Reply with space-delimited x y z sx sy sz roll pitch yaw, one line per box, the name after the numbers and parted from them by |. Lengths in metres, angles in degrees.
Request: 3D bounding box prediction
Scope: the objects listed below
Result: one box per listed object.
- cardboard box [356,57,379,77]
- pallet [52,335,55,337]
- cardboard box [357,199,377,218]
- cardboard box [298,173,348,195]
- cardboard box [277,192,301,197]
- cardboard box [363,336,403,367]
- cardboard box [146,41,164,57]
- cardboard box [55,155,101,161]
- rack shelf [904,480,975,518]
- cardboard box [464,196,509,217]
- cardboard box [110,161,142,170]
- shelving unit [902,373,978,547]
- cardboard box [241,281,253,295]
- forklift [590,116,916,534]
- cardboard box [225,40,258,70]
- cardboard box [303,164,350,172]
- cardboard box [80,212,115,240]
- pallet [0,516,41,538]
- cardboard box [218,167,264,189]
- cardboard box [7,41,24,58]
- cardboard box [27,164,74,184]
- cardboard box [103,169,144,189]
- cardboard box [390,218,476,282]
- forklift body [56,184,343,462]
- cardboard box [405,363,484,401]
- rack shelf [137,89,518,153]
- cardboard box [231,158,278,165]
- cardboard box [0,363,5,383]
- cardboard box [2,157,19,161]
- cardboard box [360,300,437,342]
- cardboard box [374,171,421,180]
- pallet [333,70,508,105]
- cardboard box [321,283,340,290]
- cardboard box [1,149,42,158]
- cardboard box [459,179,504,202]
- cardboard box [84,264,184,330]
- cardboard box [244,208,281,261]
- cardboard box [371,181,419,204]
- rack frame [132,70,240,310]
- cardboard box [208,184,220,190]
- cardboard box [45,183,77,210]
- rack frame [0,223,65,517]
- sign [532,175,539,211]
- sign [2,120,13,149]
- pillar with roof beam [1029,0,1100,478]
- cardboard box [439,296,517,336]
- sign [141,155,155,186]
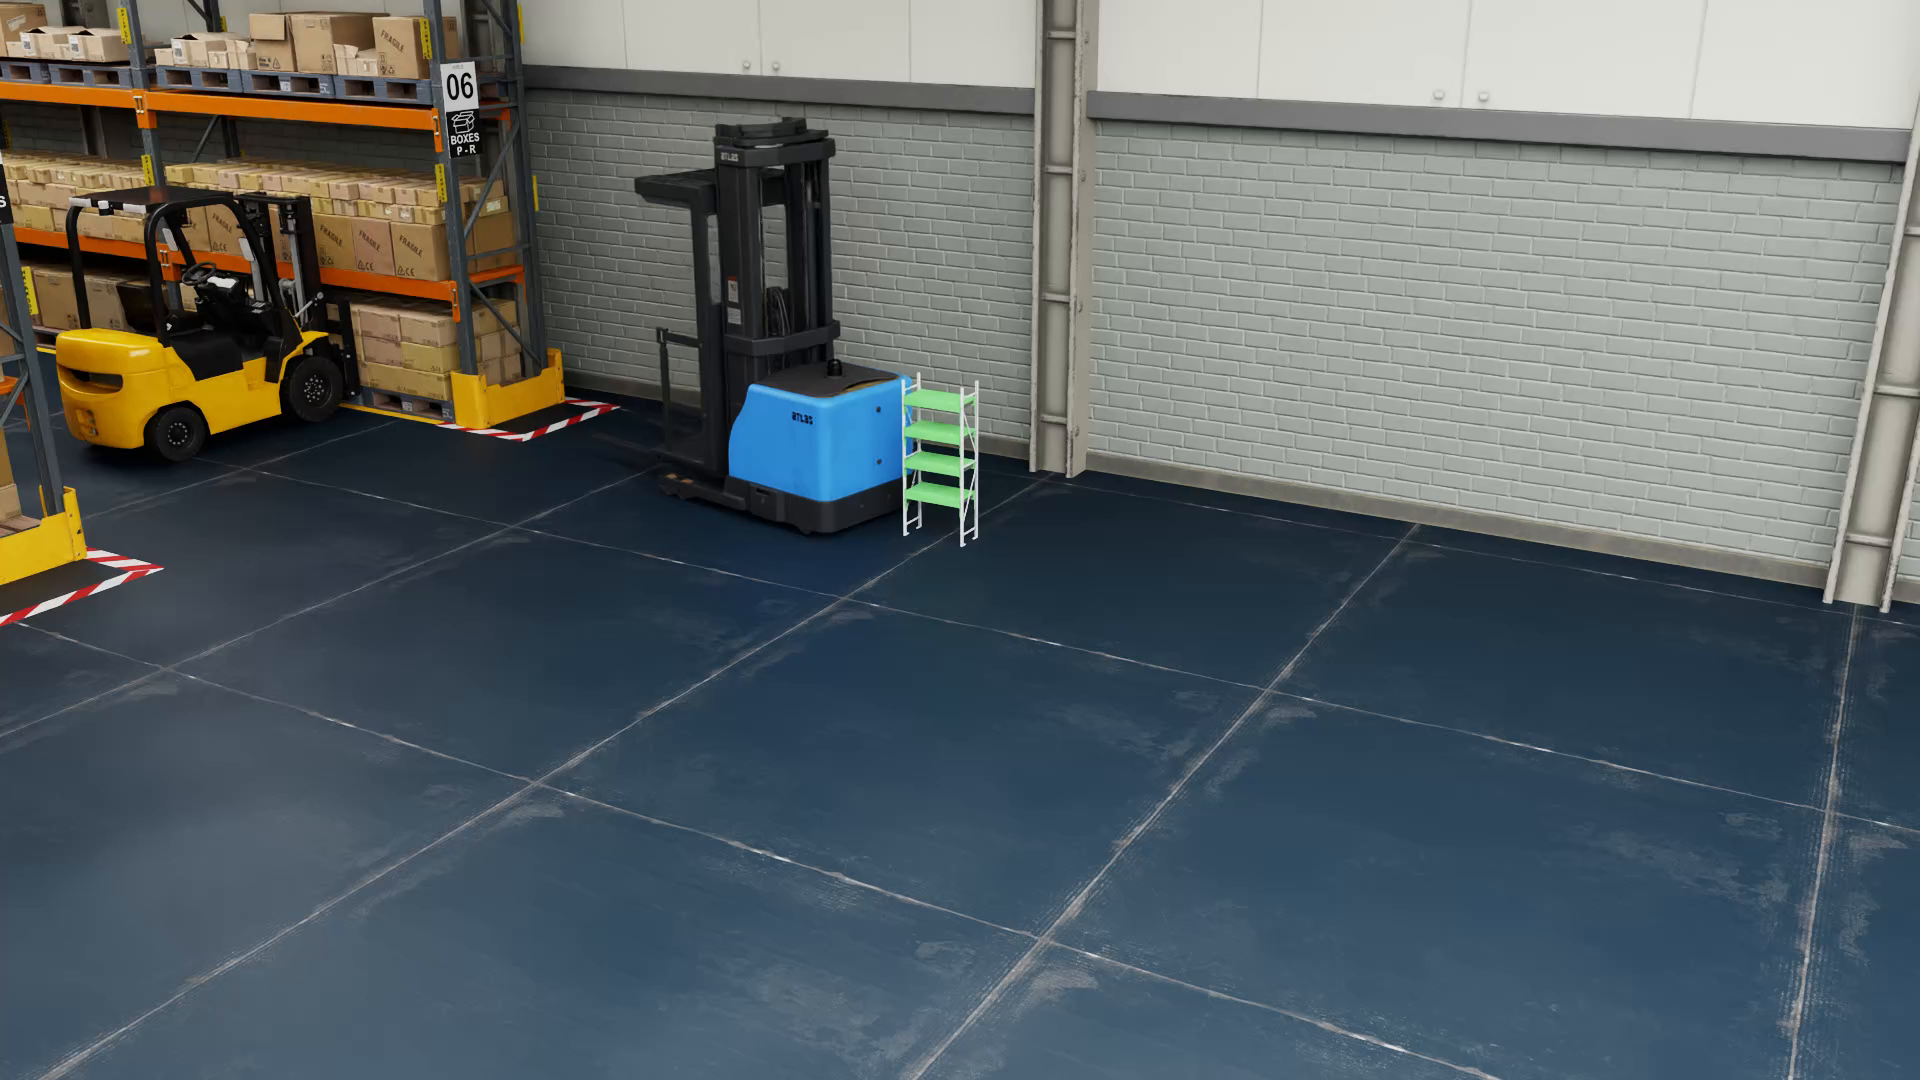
-5.116 -4.200 14.751 0.250 0.149 0.380 10 22 26 | cardboard box
-10.529 -2.487 18.912 1.213 0.211 1.003 11 23 27 | pallet
-5.329 -3.082 15.364 0.250 0.149 0.380 11 22 27 | cardboard box
-6.002 -3.358 15.689 0.250 0.149 0.380 11 23 28 | cardboard box
-6.247 -3.239 15.797 0.250 0.149 0.380 10 22 26 | cardboard box
-5.255 -1.830 15.695 0.500 0.250 0.500 11 22 27 | cardboard box
-8.382 -5.017 17.005 0.250 0.149 0.380 11 23 27 | cardboard box
-9.670 -4.130 18.253 0.250 0.149 0.380 10 22 26 | cardboard box
-0.145 -0.306 12.340 0.480 0.148 0.258 11 23 27 | rack shelf
-4.414 -3.102 15.419 0.250 0.149 0.380 10 22 26 | cardboard box
-8.803 -3.943 17.738 0.250 0.149 0.380 11 23 27 | cardboard box
-0.145 -0.592 12.236 0.503 1.200 0.258 11 23 27 | shelving unit
-7.026 -2.394 16.517 0.500 0.250 0.500 11 23 27 | cardboard box
-1.792 -1.817 13.077 3.031 2.935 1.130 16 26 38 | forklift
-6.589 -4.535 15.505 0.258 0.266 0.396 10 22 26 | cardboard box
-6.208 -3.587 16.322 0.250 0.149 0.380 11 22 27 | cardboard box
-8.746 -3.299 17.280 0.500 0.250 0.500 11 22 27 | cardboard box
-7.420 0.015 12.015 1.213 0.211 1.003 11 23 27 | pallet
-6.929 -3.502 16.086 0.250 0.149 0.380 11 23 28 | cardboard box
-9.518 -5.038 17.063 0.250 0.149 0.380 10 22 27 | cardboard box
-9.542 -3.849 17.478 0.250 0.149 0.380 10 22 26 | cardboard box
-8.565 -3.718 17.117 0.250 0.149 0.380 11 23 27 | cardboard box
-4.802 -2.667 15.171 0.500 0.500 0.500 10 22 26 | cardboard box
-6.790 -1.989 14.695 1.214 2.155 2.313 11 23 27 | forklift body
-4.809 -1.505 15.532 0.500 0.250 0.500 11 23 28 | cardboard box
-5.991 -4.021 15.706 4.000 0.370 1.077 11 23 27 | rack shelf
-7.112 -3.756 16.786 0.250 0.149 0.380 10 22 26 | cardboard box
-6.858 -1.138 11.471 0.250 0.149 0.380 11 23 28 | cardboard box
-10.389 -4.039 18.003 0.250 0.149 0.380 11 23 28 | cardboard box
-5.247 -2.058 15.589 0.500 0.250 0.500 11 23 28 | cardboard box
-5.334 -3.402 15.812 0.250 0.149 0.380 12 23 29 | cardboard box
-4.849 -4.110 15.027 1.213 0.211 1.003 11 23 27 | pallet
-6.328 -2.464 16.709 0.500 0.250 0.500 11 23 28 | cardboard box
-10.563 -4.294 18.707 0.250 0.149 0.380 11 23 29 | cardboard box
-4.434 -3.227 15.329 0.250 0.149 0.380 10 22 26 | cardboard box
-8.871 -2.577 17.937 0.625 0.625 0.875 11 22 27 | cardboard box
-6.571 -3.011 16.121 0.500 0.500 0.500 11 22 27 | cardboard box
-5.132 -3.172 15.176 0.250 0.149 0.380 11 23 28 | cardboard box
-7.737 -3.281 17.012 0.127 3.000 1.000 11 23 27 | rack frame
-7.119 -3.424 16.308 0.250 0.149 0.380 11 23 27 | cardboard box
-9.186 -3.621 17.437 0.500 0.250 0.500 11 23 28 | cardboard box
-6.662 -1.138 11.103 0.127 3.000 1.000 11 23 27 | rack frame
-3.969 -3.224 15.470 0.005 0.325 0.100 11 23 27 | sign
-10.961 -4.657 19.105 0.005 0.325 0.100 11 23 27 | sign
-1.274 -3.541 8.930 0.400 9.000 9.100 11 23 27 | pillar with roof beam
-4.572 -2.127 15.781 0.500 0.250 0.500 10 22 26 | cardboard box
-7.993 -3.625 16.378 0.005 0.325 0.100 11 23 27 | sign
